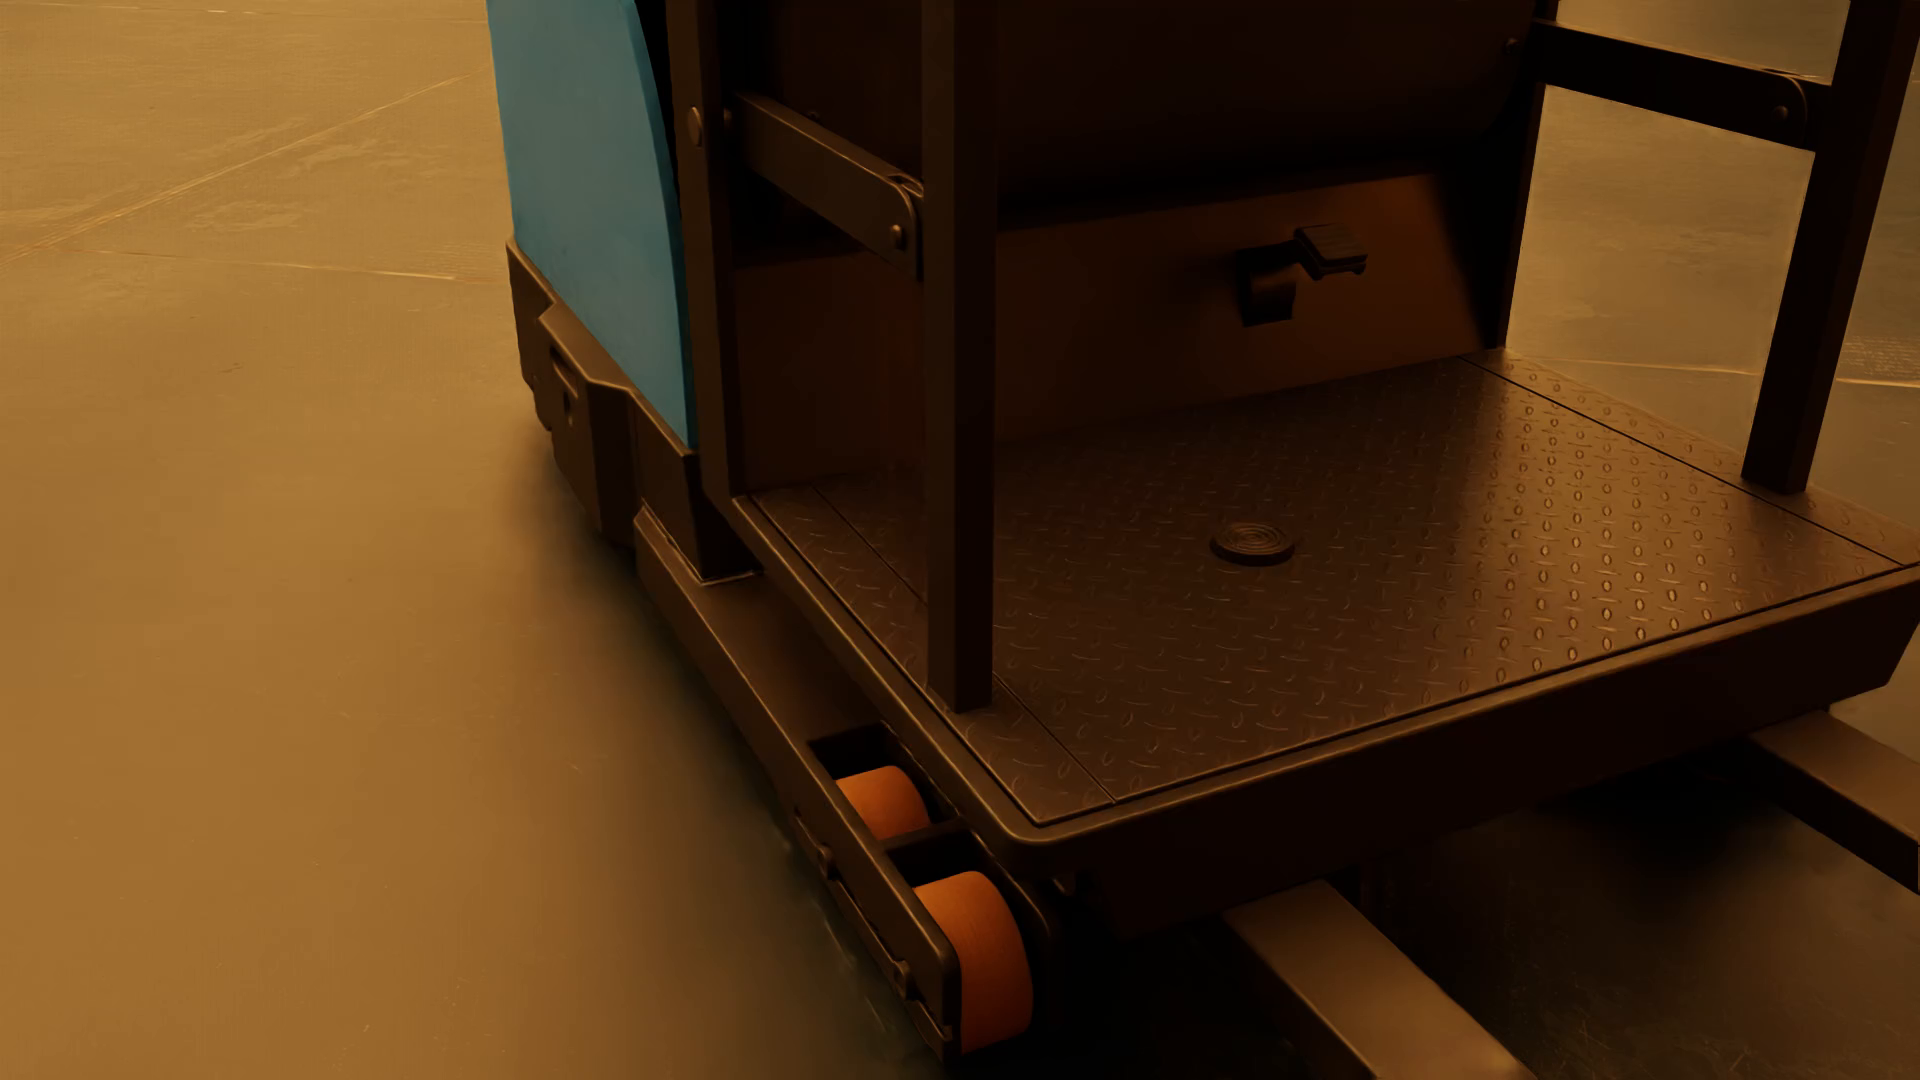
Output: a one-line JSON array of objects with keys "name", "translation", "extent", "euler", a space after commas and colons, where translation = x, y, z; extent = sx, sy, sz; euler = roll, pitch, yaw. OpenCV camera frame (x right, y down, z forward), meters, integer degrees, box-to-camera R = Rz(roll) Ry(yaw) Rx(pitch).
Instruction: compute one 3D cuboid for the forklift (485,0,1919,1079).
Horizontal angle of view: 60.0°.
[{"name": "forklift", "translation": [0.327, -1.057, 1.341], "extent": [1.130, 2.935, 3.031], "euler": [-12, 29, -23]}]
